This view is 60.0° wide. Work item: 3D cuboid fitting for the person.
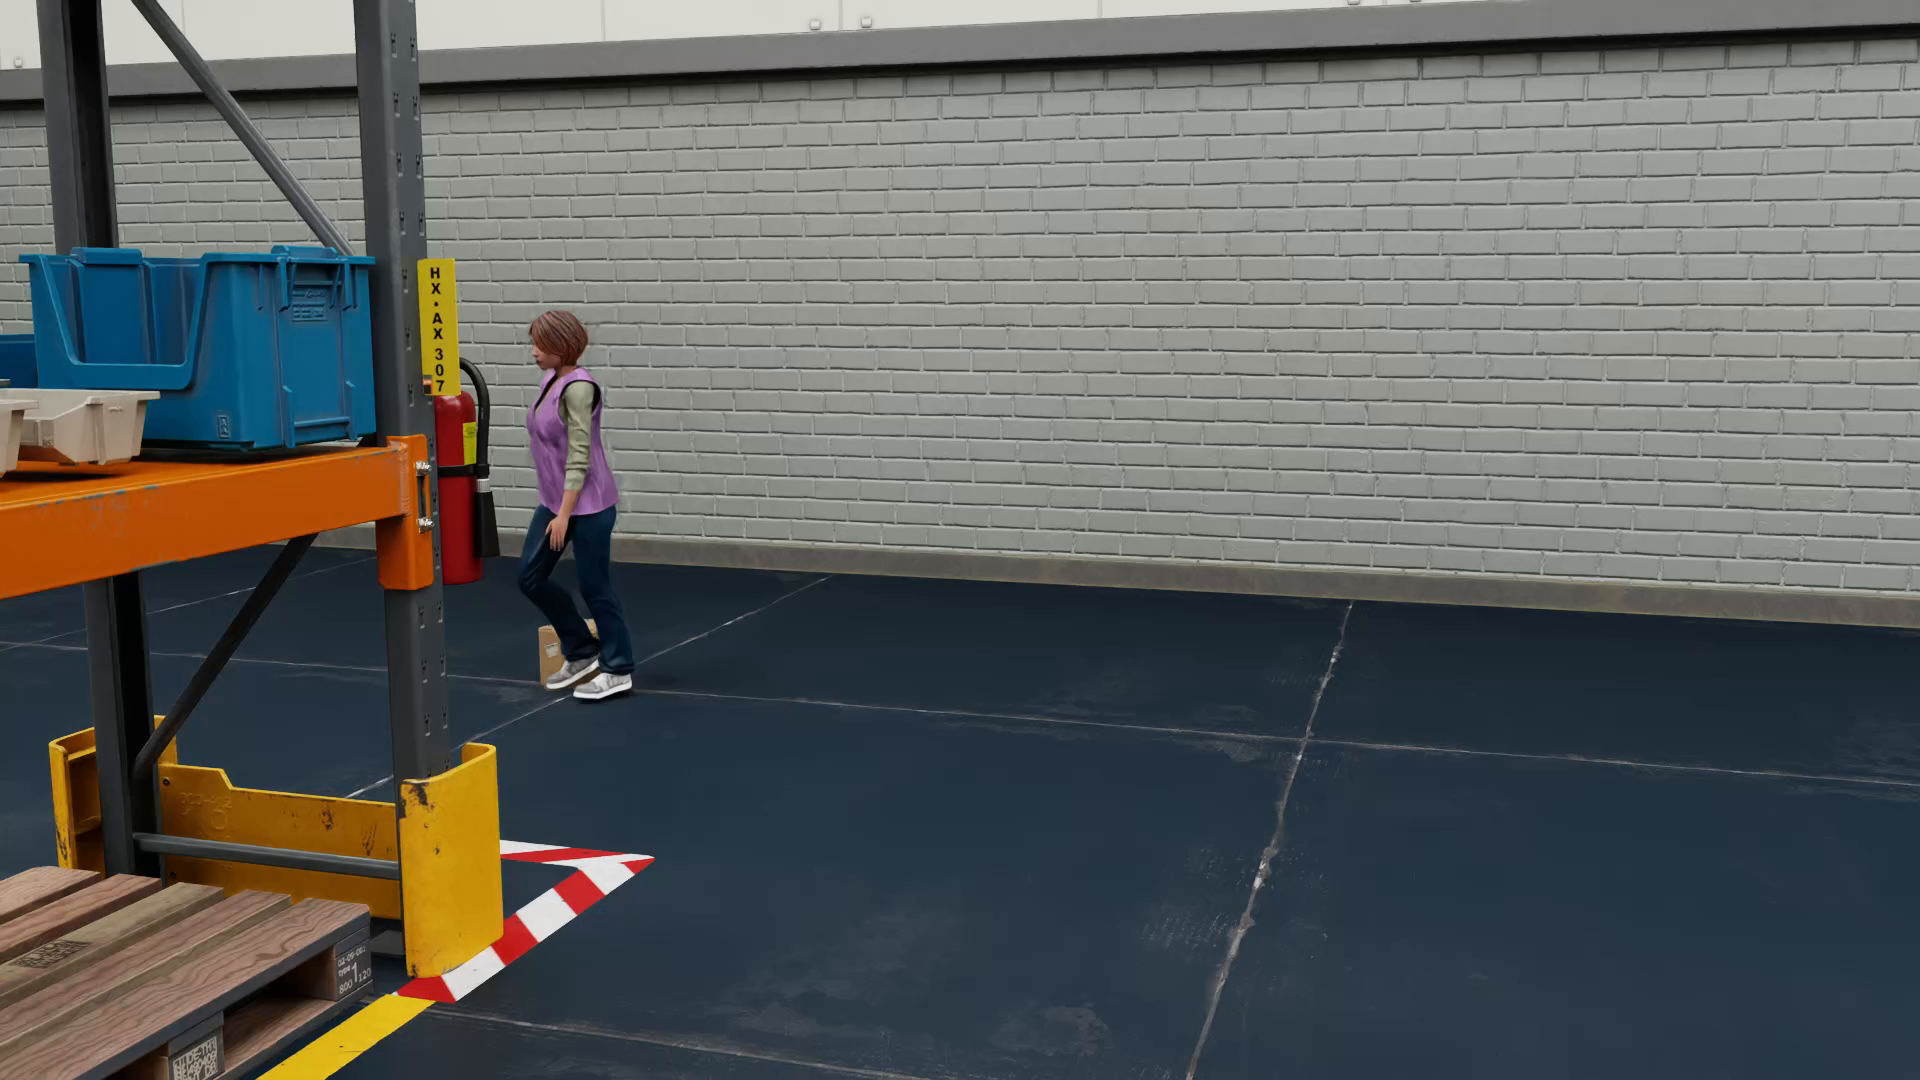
[{"bbox_3d":[-1.526,-0.130,6.682,0.457,1.575,0.510,-7,11,-37],"label":"person"}]
